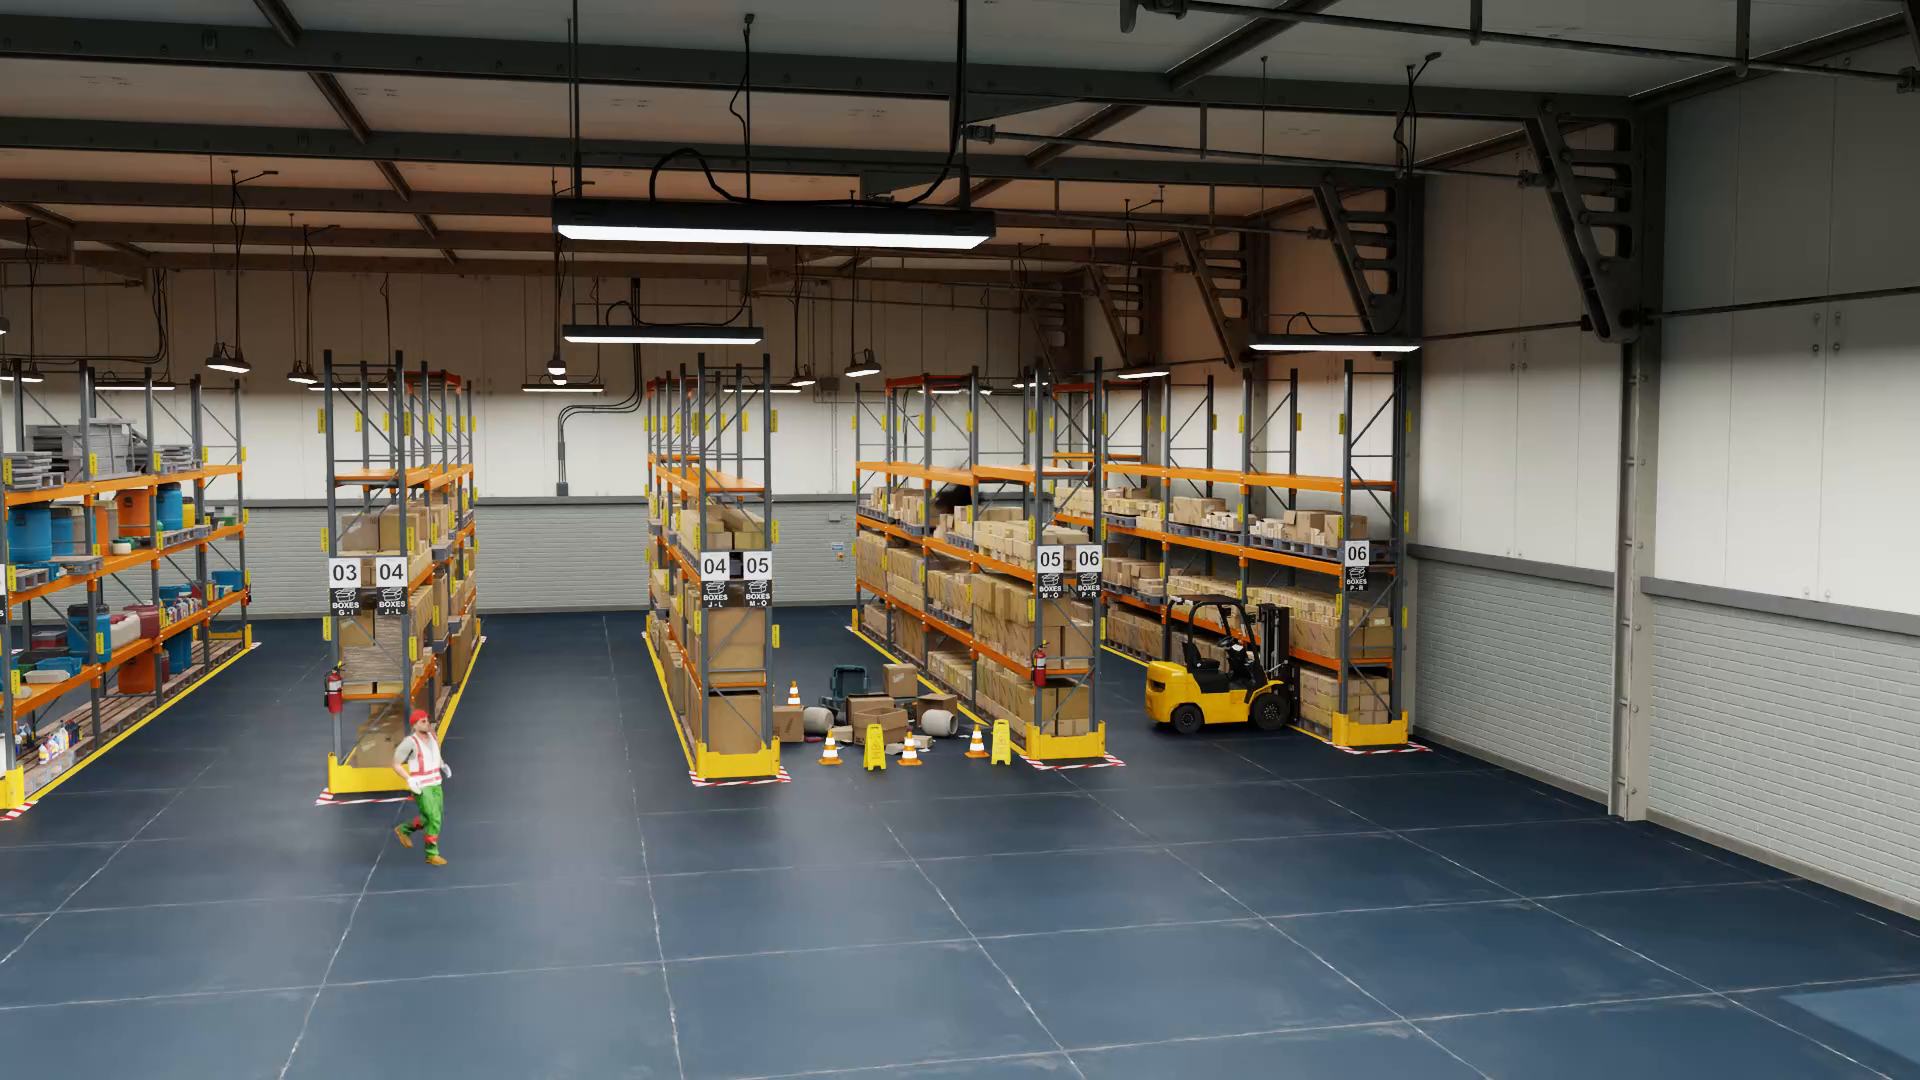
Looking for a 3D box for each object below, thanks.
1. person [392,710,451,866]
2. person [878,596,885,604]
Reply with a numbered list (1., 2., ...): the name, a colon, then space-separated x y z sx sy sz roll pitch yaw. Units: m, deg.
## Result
1. person: -6.163 2.810 18.998 0.732 1.767 0.652 2 4 23
2. person: -1.869 1.326 41.844 0.647 1.574 0.583 2 5 28
